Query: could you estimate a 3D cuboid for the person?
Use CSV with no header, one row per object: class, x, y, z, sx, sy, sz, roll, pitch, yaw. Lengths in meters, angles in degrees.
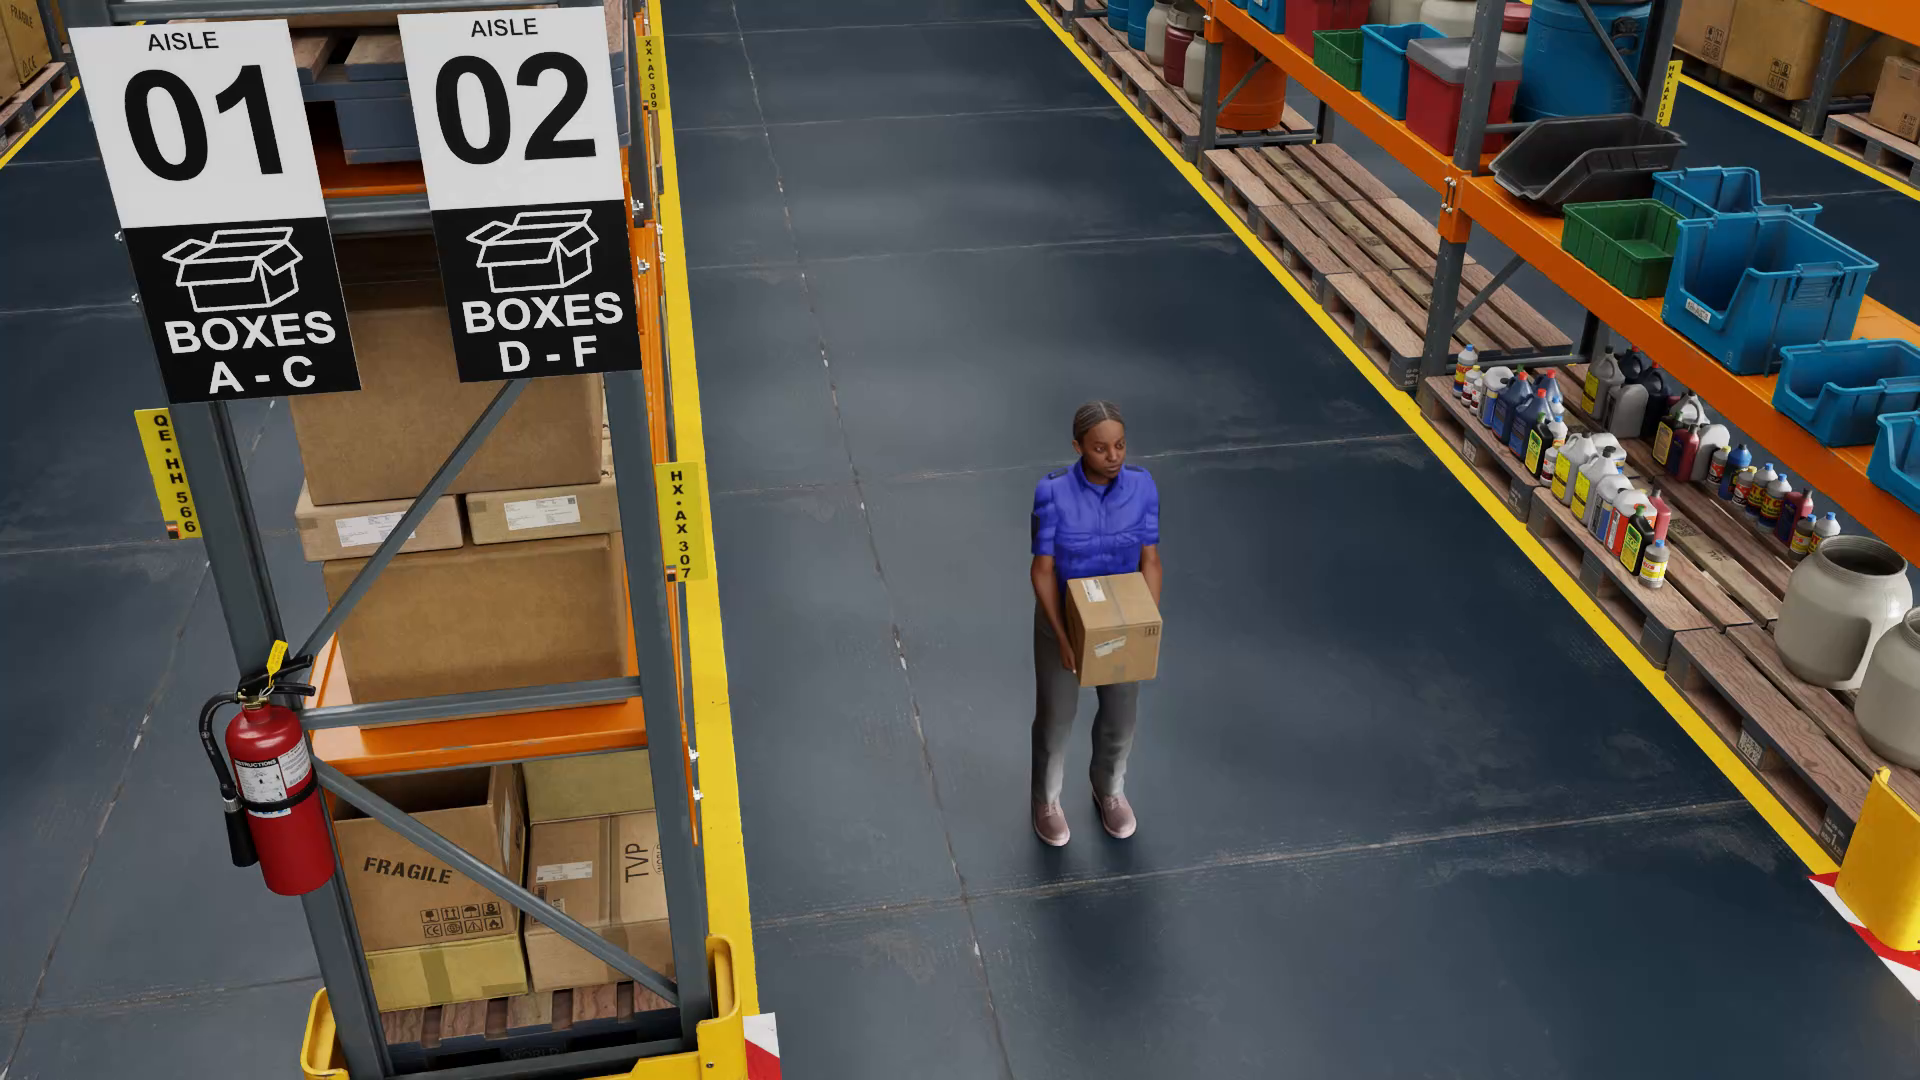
person,0.457,0.335,5.585,0.445,1.656,0.497,-5,31,-9
